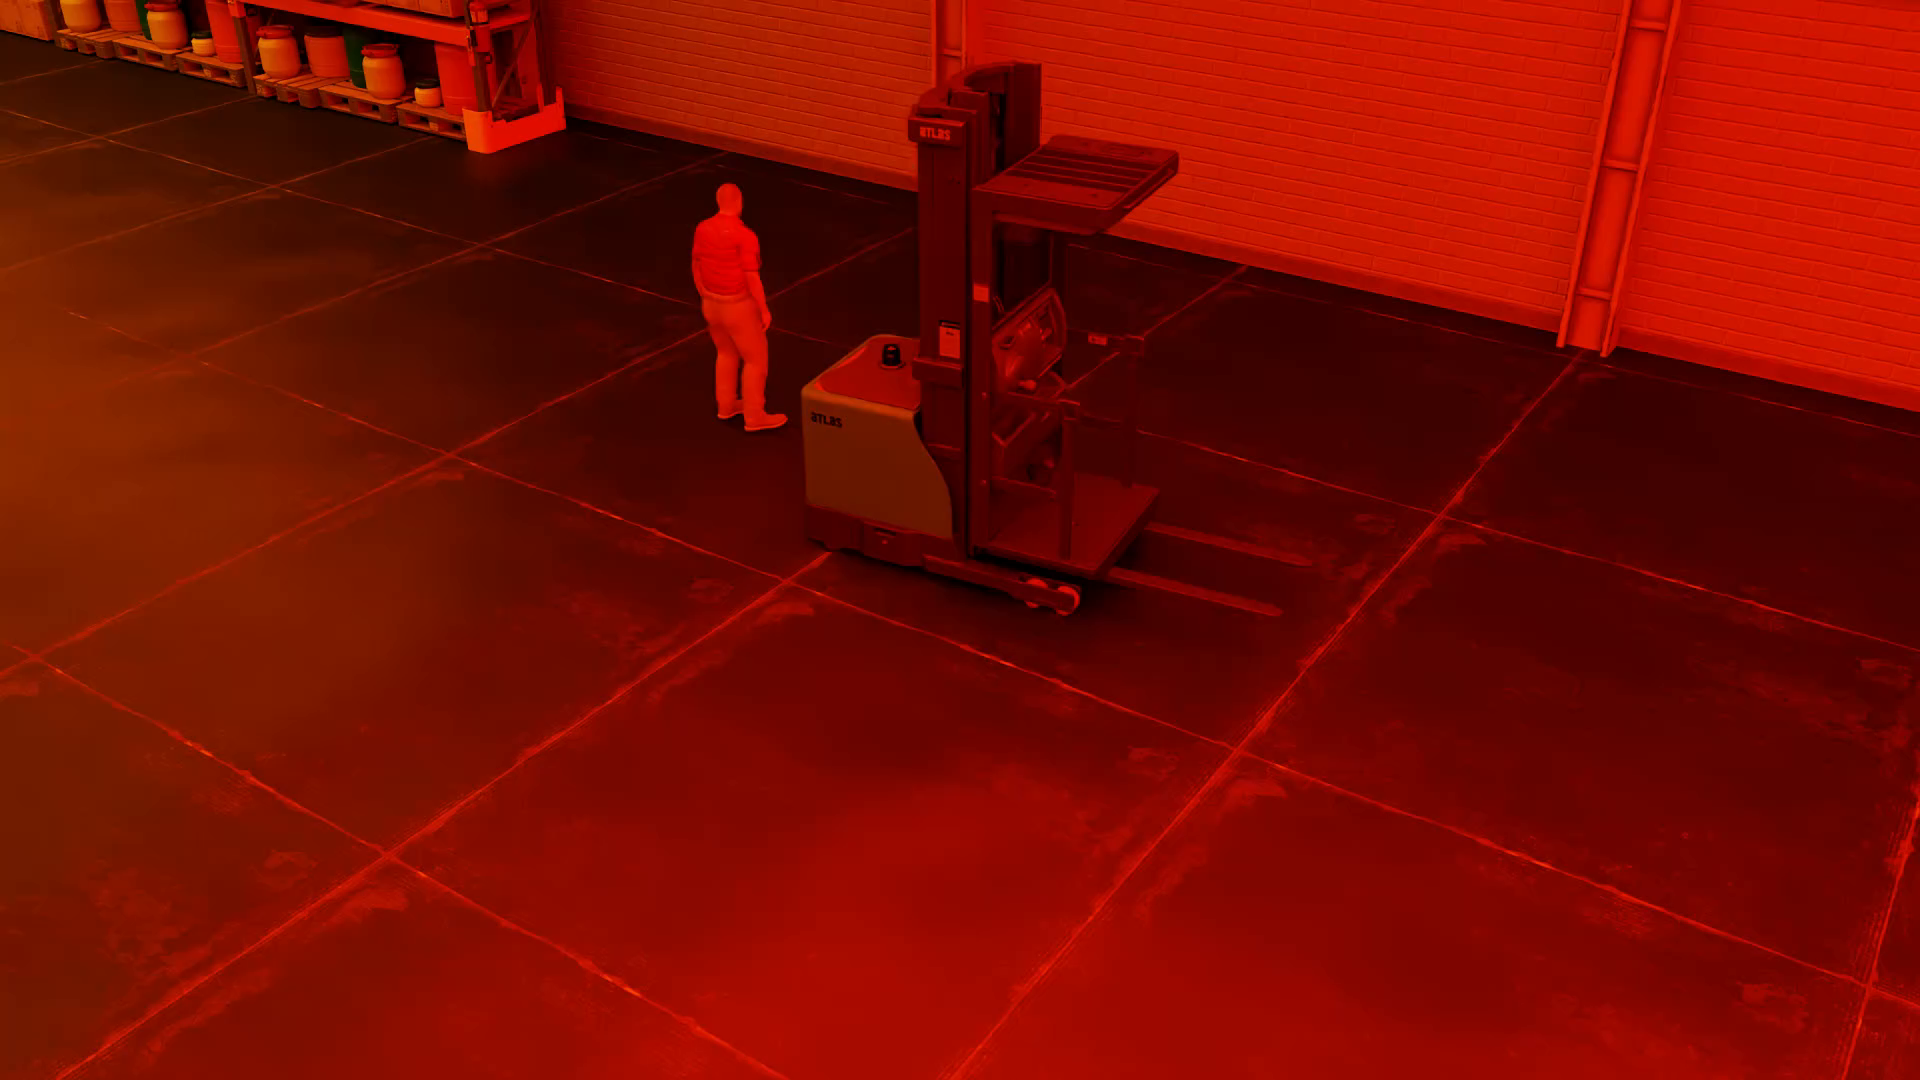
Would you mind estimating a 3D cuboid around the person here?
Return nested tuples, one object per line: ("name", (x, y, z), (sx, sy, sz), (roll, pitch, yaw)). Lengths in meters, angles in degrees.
("person", (-1.557, -1.625, 11.579), (0.630, 1.724, 0.408), (18, 35, 28))

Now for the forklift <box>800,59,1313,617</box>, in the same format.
("forklift", (0.583, -1.133, 9.533), (3.031, 2.935, 1.130), (14, 33, 22))
